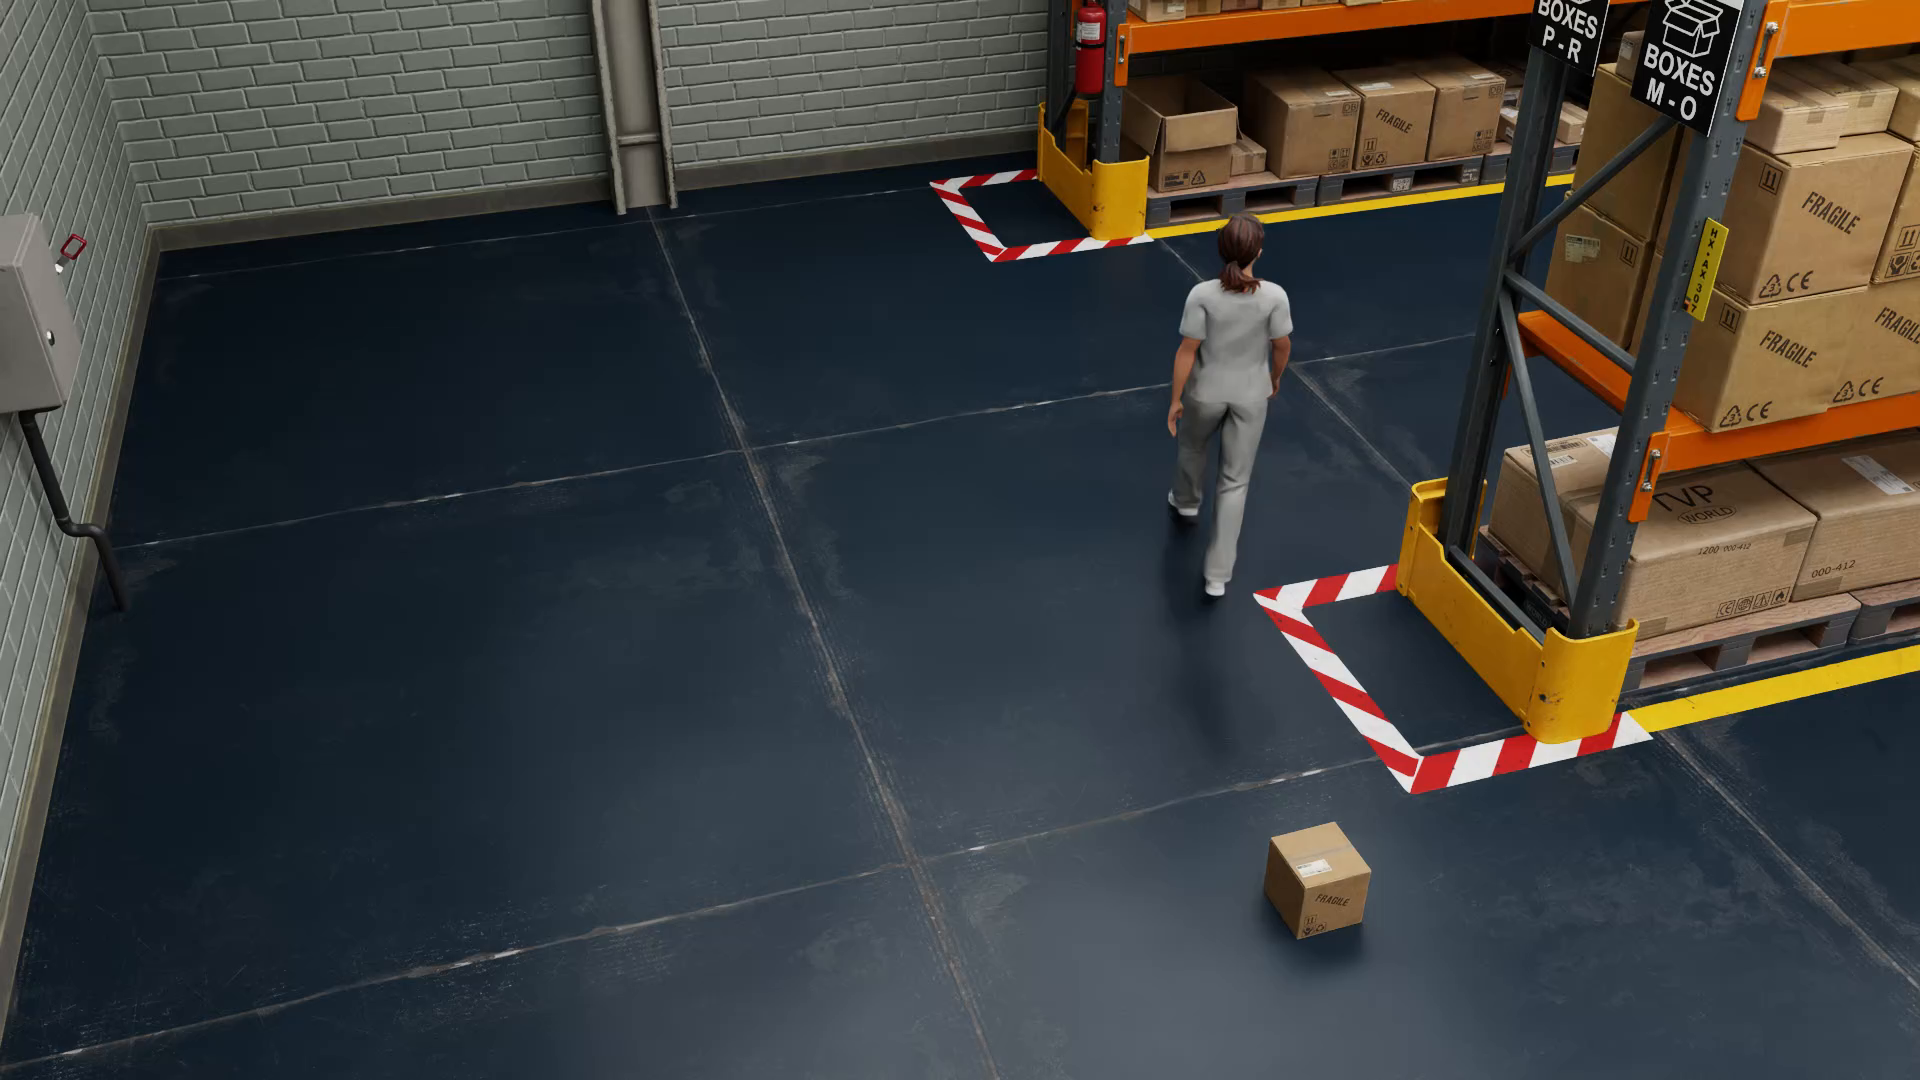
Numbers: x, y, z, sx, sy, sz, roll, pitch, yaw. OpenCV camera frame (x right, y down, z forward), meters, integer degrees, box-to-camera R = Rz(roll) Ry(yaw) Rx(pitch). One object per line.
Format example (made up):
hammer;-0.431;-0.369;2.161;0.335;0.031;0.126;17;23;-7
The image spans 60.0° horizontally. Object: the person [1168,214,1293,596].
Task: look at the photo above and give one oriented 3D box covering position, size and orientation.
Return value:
person;1.141;-0.652;7.090;0.482;1.647;0.890;5;34;7
